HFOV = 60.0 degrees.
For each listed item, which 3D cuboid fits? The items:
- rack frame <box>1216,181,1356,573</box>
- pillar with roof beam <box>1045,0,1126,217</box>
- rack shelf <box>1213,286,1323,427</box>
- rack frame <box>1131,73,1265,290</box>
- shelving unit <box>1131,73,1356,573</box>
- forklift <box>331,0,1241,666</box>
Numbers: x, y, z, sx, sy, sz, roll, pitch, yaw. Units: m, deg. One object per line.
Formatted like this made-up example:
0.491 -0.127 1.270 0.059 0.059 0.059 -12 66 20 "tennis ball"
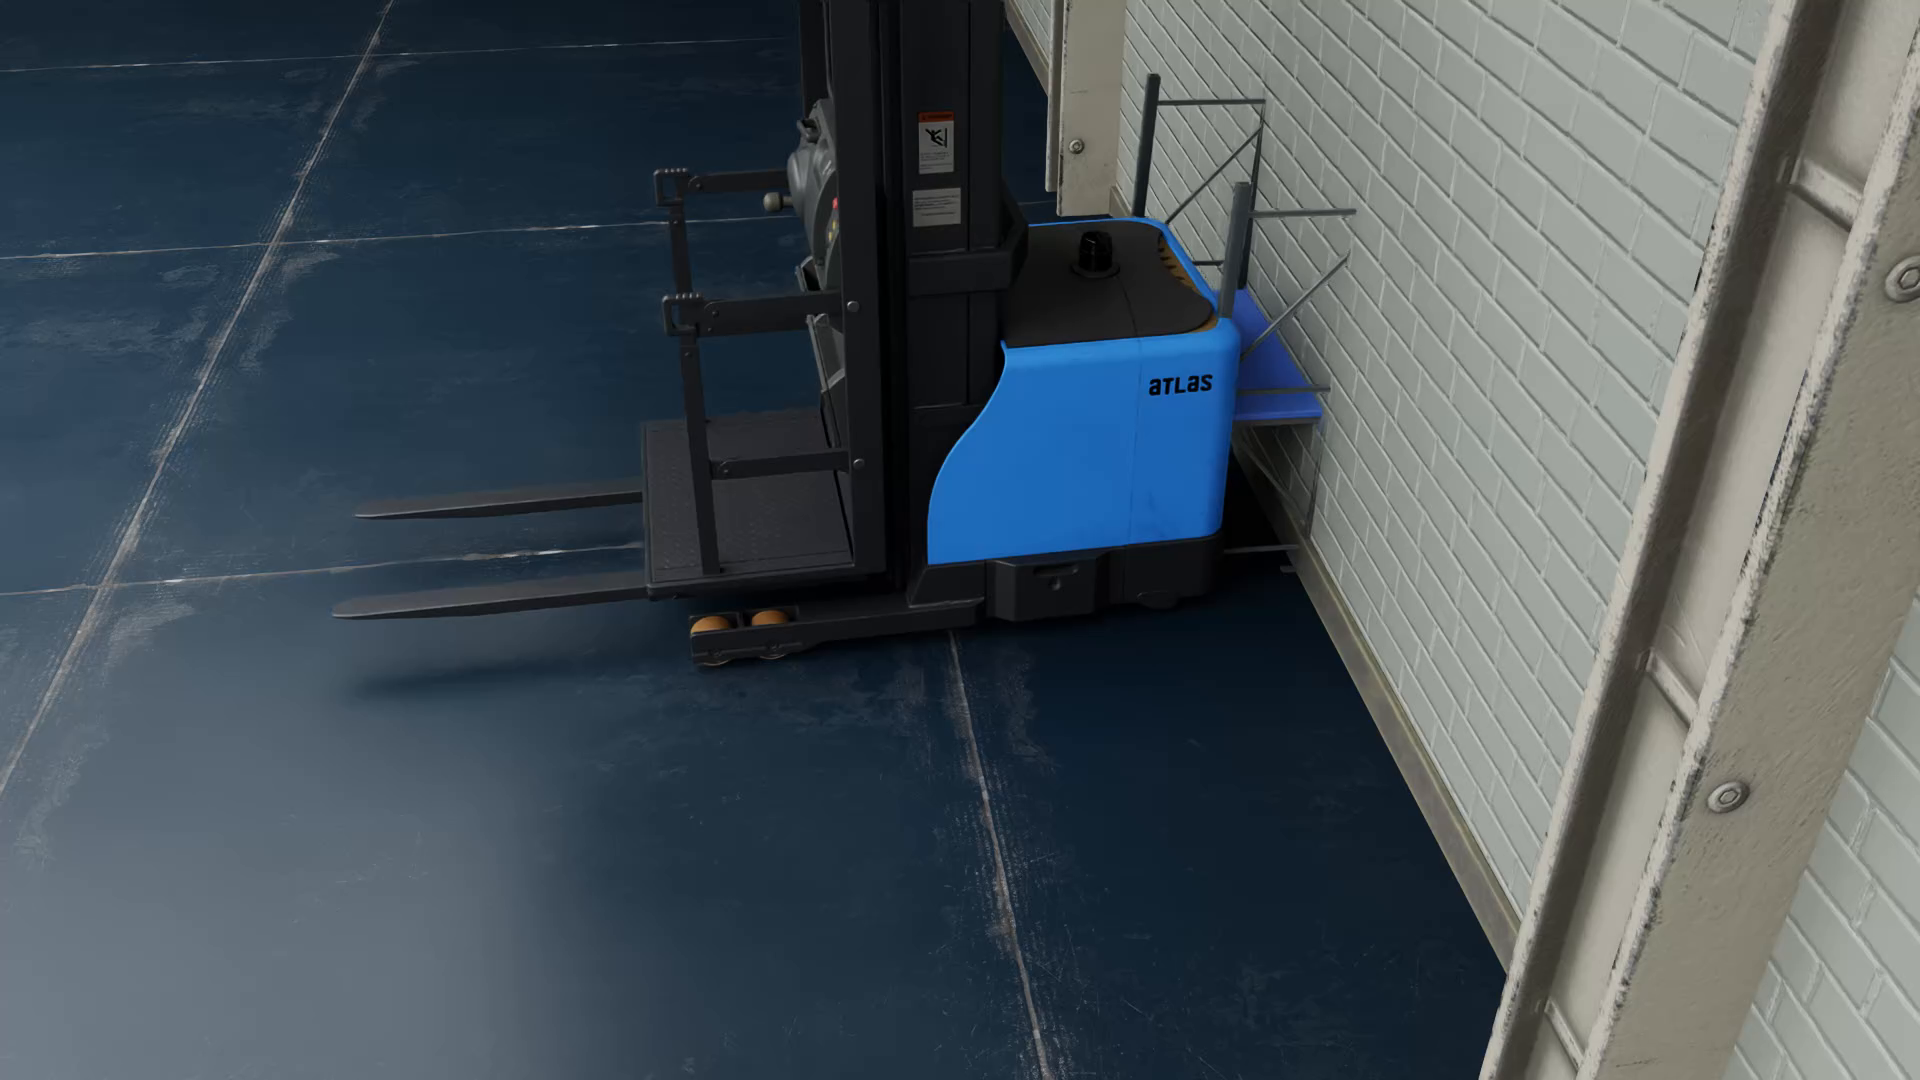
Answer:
1.070 -0.501 5.624 0.500 1.500 0.032 -4 35 -10 "rack frame"
-3.622 -5.216 5.913 9.100 9.000 0.400 -4 35 -6 "pillar with roof beam"
0.970 -0.636 6.136 0.538 0.185 1.000 -4 35 -10 "rack shelf"
0.887 -1.069 6.447 0.500 1.500 0.032 -4 35 -10 "rack frame"
0.979 -0.785 6.036 0.538 1.500 1.048 -4 35 -10 "shelving unit"
-0.641 -1.109 5.275 3.031 2.935 1.130 -6 35 -8 "forklift"
